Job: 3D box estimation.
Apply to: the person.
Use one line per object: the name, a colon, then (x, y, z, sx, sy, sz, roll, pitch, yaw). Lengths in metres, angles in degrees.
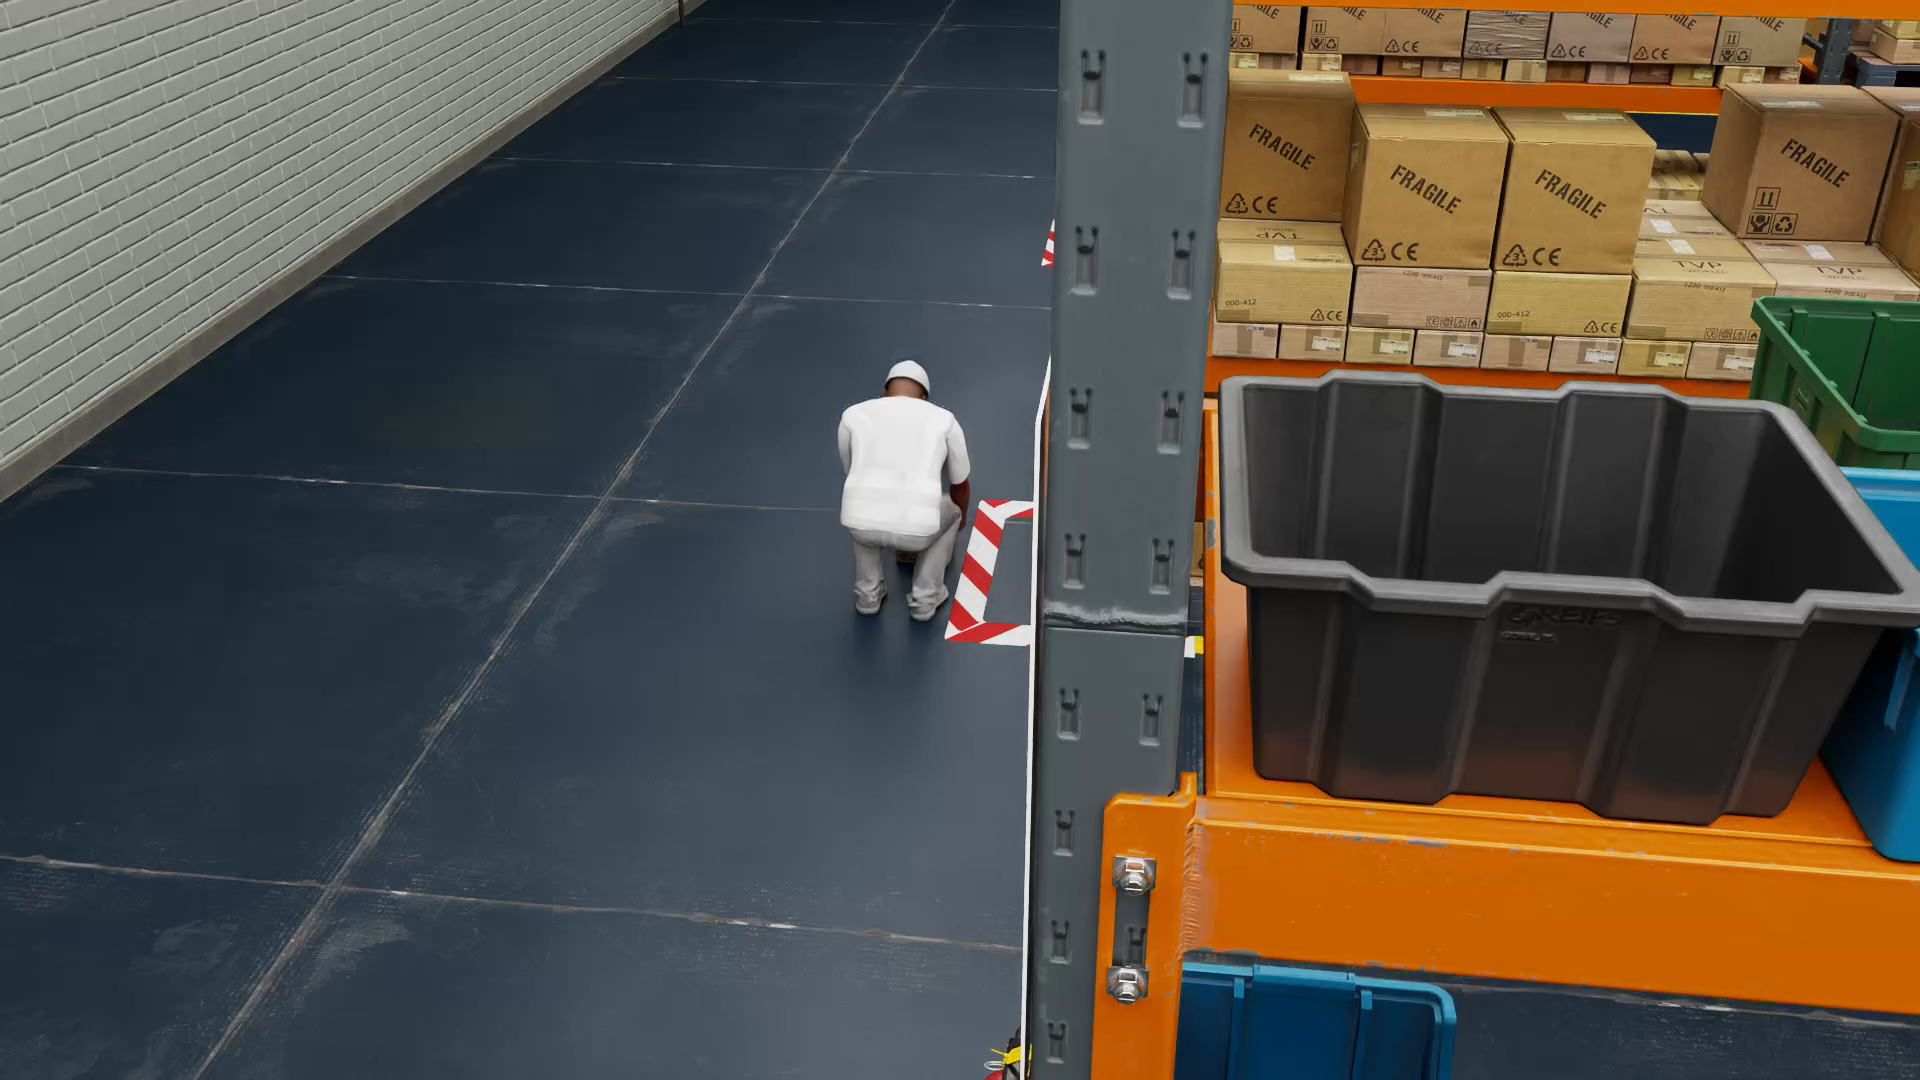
person: (-0.280, -0.211, 7.334, 0.579, 0.975, 0.903, 6, 29, 11)
